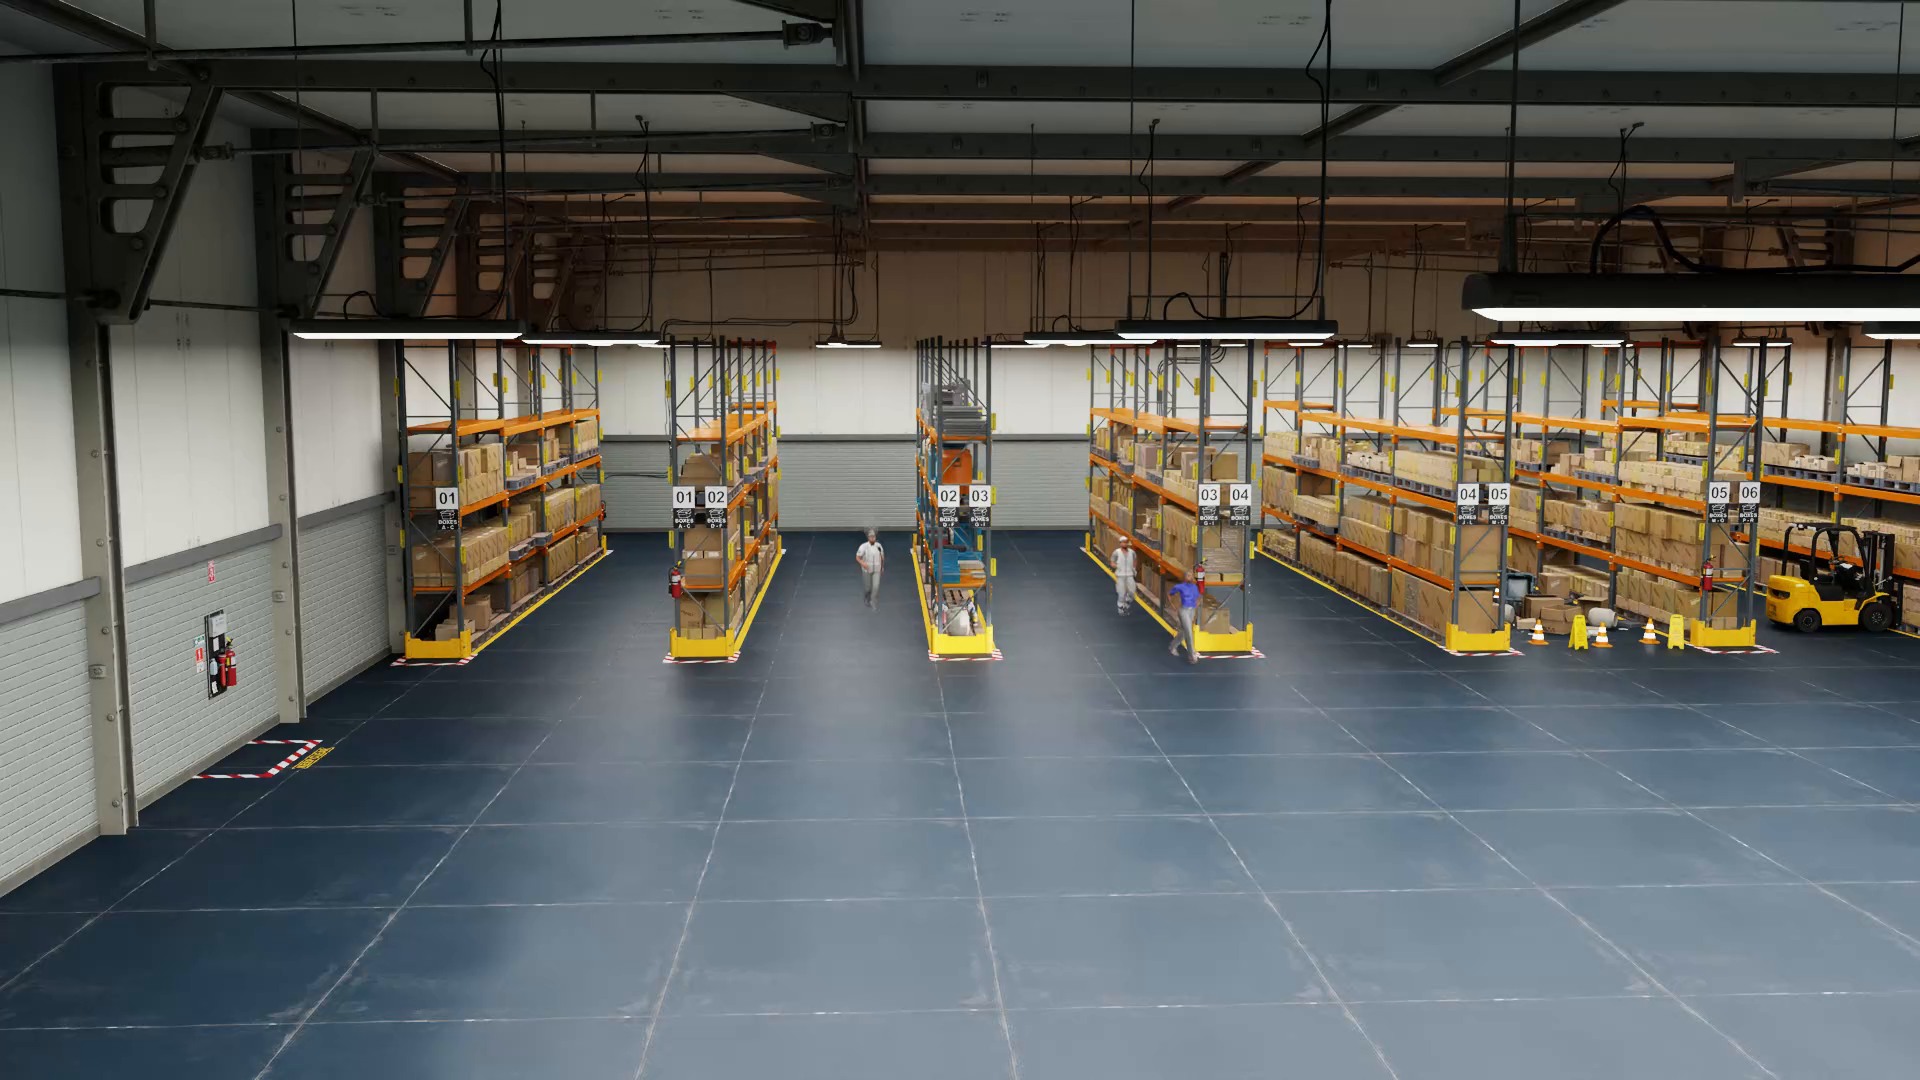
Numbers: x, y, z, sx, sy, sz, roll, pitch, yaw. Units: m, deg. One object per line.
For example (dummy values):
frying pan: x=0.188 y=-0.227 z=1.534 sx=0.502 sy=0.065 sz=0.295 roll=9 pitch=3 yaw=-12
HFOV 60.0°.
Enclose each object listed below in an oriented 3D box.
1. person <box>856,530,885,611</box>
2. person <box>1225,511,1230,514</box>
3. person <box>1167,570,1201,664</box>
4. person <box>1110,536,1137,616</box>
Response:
person: x=-1.946 y=0.652 z=36.366 sx=0.660 sy=1.754 sz=0.722 roll=-2 pitch=7 yaw=-17
person: x=7.418 y=-0.378 z=46.080 sx=0.711 sy=1.753 sz=0.839 roll=0 pitch=6 yaw=0
person: x=4.221 y=1.404 z=30.853 sx=0.643 sy=1.686 sz=0.854 roll=-5 pitch=8 yaw=-38
person: x=3.551 y=0.788 z=35.648 sx=0.632 sy=1.742 sz=0.614 roll=-1 pitch=7 yaw=-7
